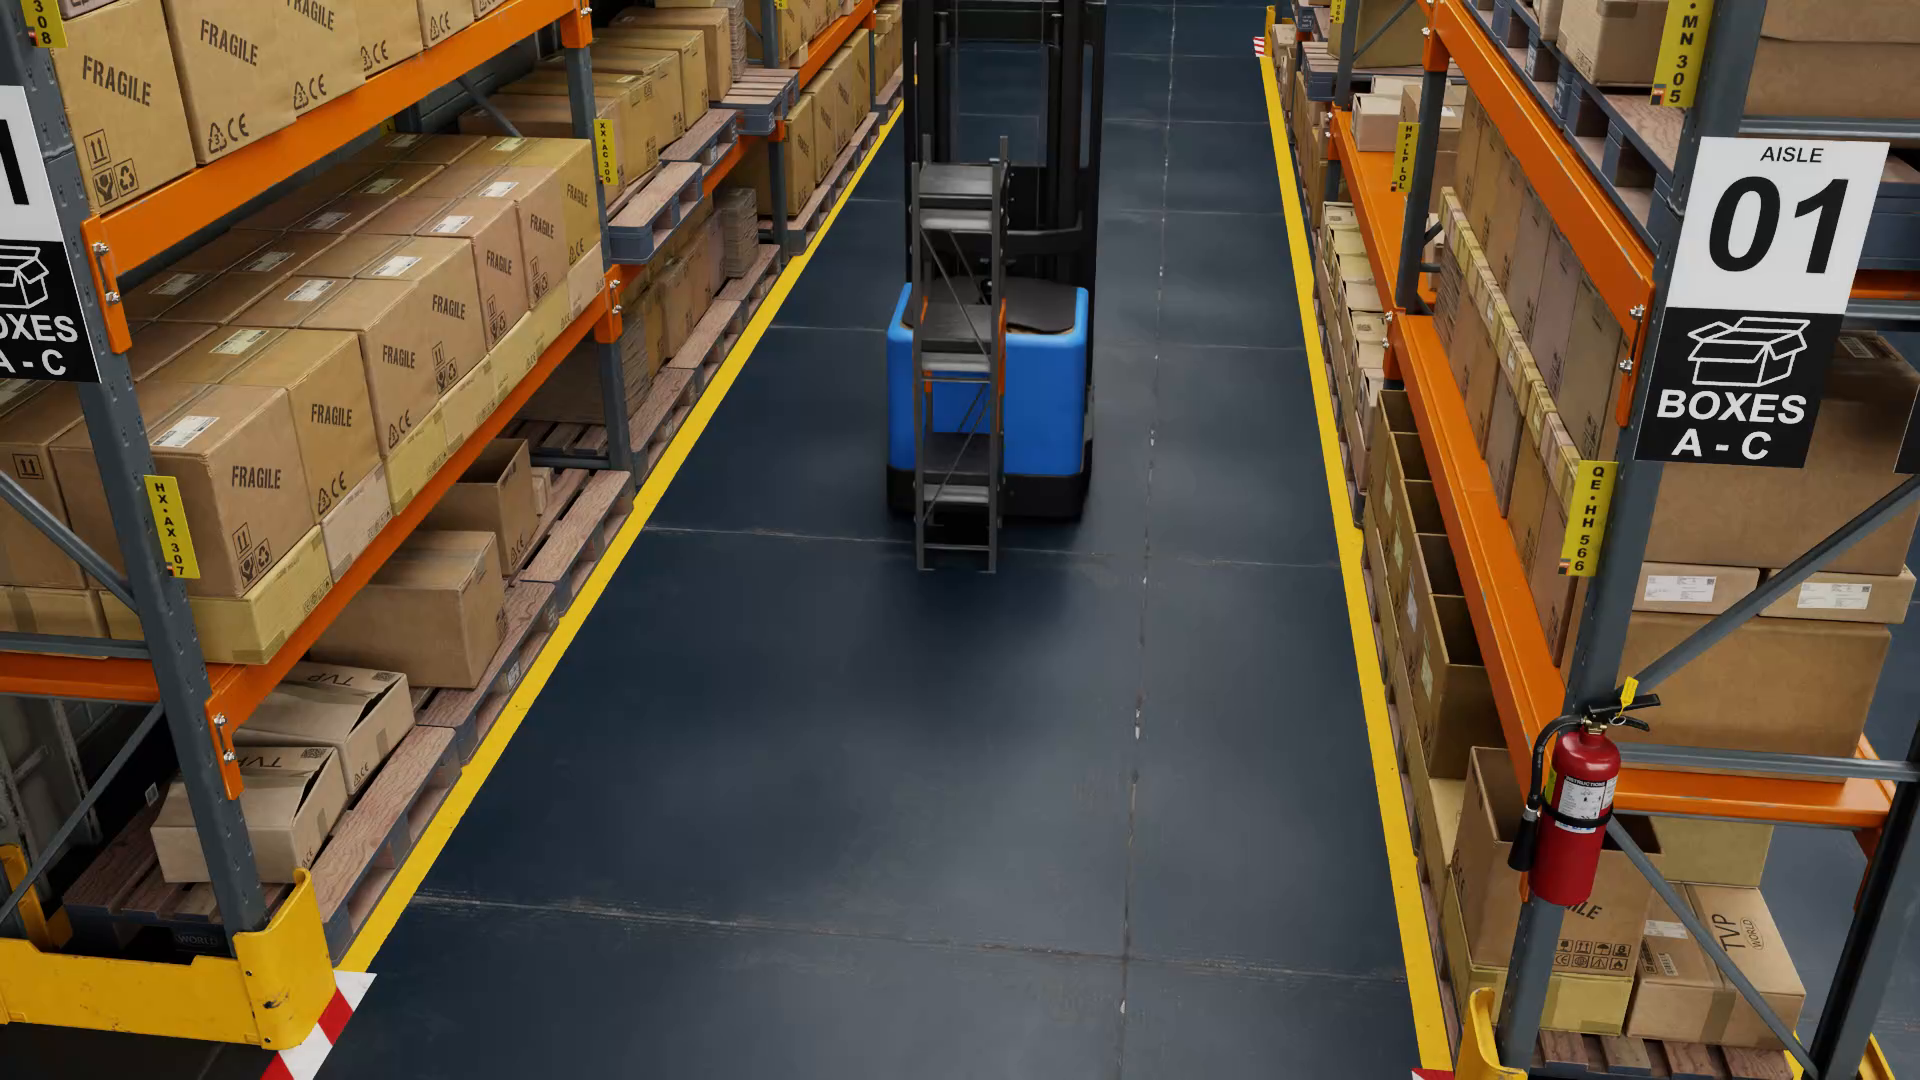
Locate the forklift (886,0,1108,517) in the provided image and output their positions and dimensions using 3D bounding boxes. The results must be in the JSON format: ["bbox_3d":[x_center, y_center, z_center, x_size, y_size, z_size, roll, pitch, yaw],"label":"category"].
[{"bbox_3d":[0.257,-2.080,9.520,1.130,2.935,3.031,2,28,5],"label":"forklift"}]

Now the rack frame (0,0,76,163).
[{"bbox_3d":[-2.787,-2.327,3.581,1.000,3.000,0.127,3,28,6],"label":"rack frame"}]

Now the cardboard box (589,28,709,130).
[{"bbox_3d":[-1.985,-2.879,10.363,0.700,0.500,0.500,3,28,6],"label":"cardboard box"}]

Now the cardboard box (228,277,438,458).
[{"bbox_3d":[-2.290,-0.641,6.123,0.500,0.500,0.500,2,28,5],"label":"cardboard box"}]

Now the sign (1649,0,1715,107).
[{"bbox_3d":[1.593,-1.113,3.641,0.100,0.325,0.005,3,28,6],"label":"sign"}]

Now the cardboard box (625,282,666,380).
[{"bbox_3d":[-2.210,-1.255,10.089,0.700,0.500,0.500,3,28,5],"label":"cardboard box"}]

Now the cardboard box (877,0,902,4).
[{"bbox_3d":[-0.874,-5.731,18.417,0.700,0.500,0.500,3,28,6],"label":"cardboard box"}]

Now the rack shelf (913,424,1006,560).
[{"bbox_3d":[0.003,-0.249,8.503,0.431,0.518,0.480,2,28,4],"label":"rack shelf"}]

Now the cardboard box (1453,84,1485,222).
[{"bbox_3d":[2.572,-1.688,7.248,0.700,0.500,0.500,3,29,6],"label":"cardboard box"}]

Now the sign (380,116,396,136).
[{"bbox_3d":[-2.848,-2.109,8.281,0.100,0.325,0.005,3,28,6],"label":"sign"}]

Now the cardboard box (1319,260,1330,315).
[{"bbox_3d":[2.694,-1.673,11.150,0.500,0.250,0.500,3,28,5],"label":"cardboard box"}]

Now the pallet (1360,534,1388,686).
[{"bbox_3d":[2.481,0.317,7.939,1.003,0.211,1.213,3,28,6],"label":"pallet"}]

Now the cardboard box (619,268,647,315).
[{"bbox_3d":[-2.173,-1.547,9.840,0.500,0.250,0.500,3,28,5],"label":"cardboard box"}]

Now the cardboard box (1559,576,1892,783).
[{"bbox_3d":[2.200,0.337,4.856,0.700,0.500,0.500,3,28,6],"label":"cardboard box"}]

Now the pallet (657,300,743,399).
[{"bbox_3d":[-2.056,-1.283,10.910,1.003,0.211,1.213,3,28,6],"label":"pallet"}]

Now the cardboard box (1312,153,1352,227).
[{"bbox_3d":[2.992,-2.712,12.794,0.500,0.500,0.500,4,29,8],"label":"cardboard box"}]

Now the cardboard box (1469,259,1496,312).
[{"bbox_3d":[2.271,-1.016,6.684,0.380,0.149,0.250,2,28,5],"label":"cardboard box"}]

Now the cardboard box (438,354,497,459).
[{"bbox_3d":[-2.230,-0.562,6.768,0.500,0.250,0.500,4,29,7],"label":"cardboard box"}]

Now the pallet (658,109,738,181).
[{"bbox_3d":[-2.009,-2.433,10.305,1.003,0.211,1.213,3,28,6],"label":"pallet"}]

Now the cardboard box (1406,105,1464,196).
[{"bbox_3d":[2.856,-2.171,9.511,0.500,0.500,0.500,3,28,6],"label":"cardboard box"}]

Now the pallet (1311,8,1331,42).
[{"bbox_3d":[3.344,-3.996,13.208,1.003,0.211,1.213,3,28,6],"label":"pallet"}]

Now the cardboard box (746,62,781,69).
[{"bbox_3d":[-1.537,-3.491,12.311,0.380,0.149,0.250,3,28,5],"label":"cardboard box"}]

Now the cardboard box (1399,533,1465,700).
[{"bbox_3d":[2.071,0.319,6.660,0.500,0.500,0.500,3,28,6],"label":"cardboard box"}]

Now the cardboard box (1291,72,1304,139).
[{"bbox_3d":[3.299,-3.928,15.050,0.500,0.500,0.500,2,28,4],"label":"cardboard box"}]

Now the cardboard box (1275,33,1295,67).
[{"bbox_3d":[3.619,-5.204,17.682,0.500,0.250,0.500,3,28,6],"label":"cardboard box"}]

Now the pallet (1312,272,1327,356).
[{"bbox_3d":[2.970,-1.552,11.409,1.003,0.211,1.213,3,28,6],"label":"pallet"}]

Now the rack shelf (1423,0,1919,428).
[{"bbox_3d":[2.375,-1.345,5.679,1.077,0.370,4.000,3,28,6],"label":"rack shelf"}]

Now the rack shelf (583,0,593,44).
[{"bbox_3d":[-2.052,-3.514,9.705,1.077,0.370,4.000,3,28,6],"label":"rack shelf"}]

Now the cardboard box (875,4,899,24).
[{"bbox_3d":[-0.837,-5.447,17.206,0.380,0.149,0.250,3,28,5],"label":"cardboard box"}]

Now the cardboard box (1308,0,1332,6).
[{"bbox_3d":[3.299,-4.740,13.837,0.700,0.500,0.500,8,29,14],"label":"cardboard box"}]

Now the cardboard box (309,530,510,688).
[{"bbox_3d":[-2.404,0.290,7.221,0.700,0.500,0.500,2,28,3],"label":"cardboard box"}]

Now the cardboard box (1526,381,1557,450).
[{"bbox_3d":[2.114,-0.406,5.551,0.380,0.149,0.250,4,29,8],"label":"cardboard box"}]

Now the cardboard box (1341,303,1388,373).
[{"bbox_3d":[2.506,-1.191,9.663,0.500,0.311,0.500,3,28,6],"label":"cardboard box"}]

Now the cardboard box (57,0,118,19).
[{"bbox_3d":[-2.499,-1.666,4.337,0.500,0.500,0.500,1,28,3],"label":"cardboard box"}]

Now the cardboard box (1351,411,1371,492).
[{"bbox_3d":[2.383,-0.469,8.914,0.500,0.250,0.500,3,28,6],"label":"cardboard box"}]

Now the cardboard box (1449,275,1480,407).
[{"bbox_3d":[2.514,-0.869,7.094,0.700,0.500,0.500,3,28,6],"label":"cardboard box"}]

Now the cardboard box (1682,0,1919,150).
[{"bbox_3d":[2.204,-1.282,4.106,0.797,0.503,0.637,5,29,10],"label":"cardboard box"}]

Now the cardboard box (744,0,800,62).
[{"bbox_3d":[-1.493,-3.849,12.292,0.500,0.500,0.500,4,29,8],"label":"cardboard box"}]

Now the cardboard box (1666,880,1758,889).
[{"bbox_3d":[2.474,1.151,5.907,0.500,0.250,0.500,3,28,6],"label":"cardboard box"}]

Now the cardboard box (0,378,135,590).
[{"bbox_3d":[-2.940,-0.193,5.292,0.500,0.500,0.500,3,28,6],"label":"cardboard box"}]

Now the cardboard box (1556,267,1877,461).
[{"bbox_3d":[2.265,-0.506,5.054,0.700,0.500,0.500,3,28,5],"label":"cardboard box"}]

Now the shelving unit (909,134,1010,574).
[{"bbox_3d":[0.003,-0.877,8.164,0.431,2.100,0.503,2,28,4],"label":"shelving unit"}]

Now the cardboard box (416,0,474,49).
[{"bbox_3d":[-2.218,-2.189,6.362,0.500,0.500,0.500,2,28,4],"label":"cardboard box"}]

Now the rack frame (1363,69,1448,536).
[{"bbox_3d":[2.620,-1.282,7.968,1.000,3.000,0.127,3,28,6],"label":"rack frame"}]

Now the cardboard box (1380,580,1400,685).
[{"bbox_3d":[2.129,0.414,7.275,0.500,0.250,0.500,3,28,6],"label":"cardboard box"}]

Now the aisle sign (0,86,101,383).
[{"bbox_3d":[-2.498,-0.779,4.292,0.394,0.787,0.004,3,28,6],"label":"aisle sign"}]

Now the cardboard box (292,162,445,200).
[{"bbox_3d":[-2.629,-1.389,7.512,0.500,0.500,0.500,3,28,6],"label":"cardboard box"}]

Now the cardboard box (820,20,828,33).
[{"bbox_3d":[-1.320,-4.337,13.881,0.380,0.149,0.250,4,29,8],"label":"cardboard box"}]

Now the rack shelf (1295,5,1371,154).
[{"bbox_3d":[3.355,-3.790,13.381,1.077,0.370,4.000,3,28,6],"label":"rack shelf"}]

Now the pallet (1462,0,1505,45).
[{"bbox_3d":[2.541,-2.161,6.529,1.003,0.211,1.213,3,28,6],"label":"pallet"}]

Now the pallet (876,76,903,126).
[{"bbox_3d":[-1.146,-4.460,16.806,1.003,0.211,1.213,3,28,6],"label":"pallet"}]
